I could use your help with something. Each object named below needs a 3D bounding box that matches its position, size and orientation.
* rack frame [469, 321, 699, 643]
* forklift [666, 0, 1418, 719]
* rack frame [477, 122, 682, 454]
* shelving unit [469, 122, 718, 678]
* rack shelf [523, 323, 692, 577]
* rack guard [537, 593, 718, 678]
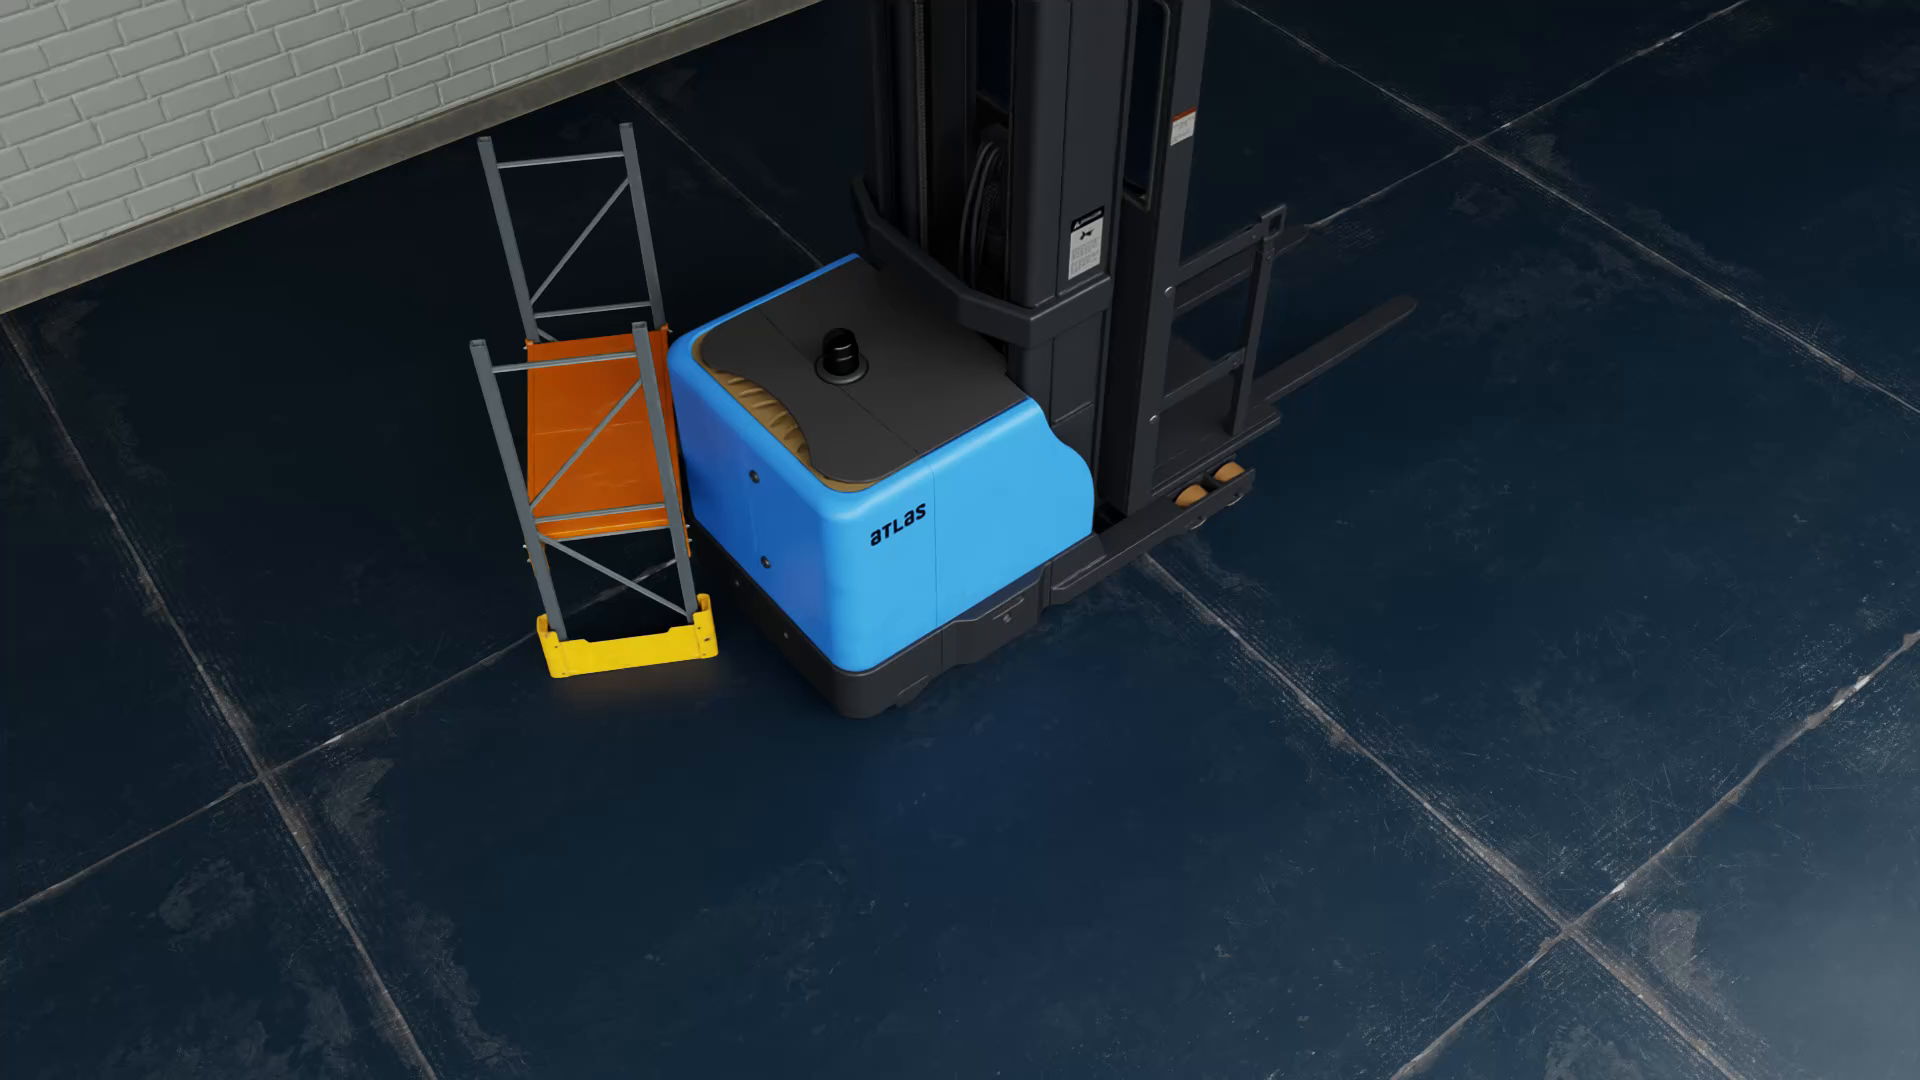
[{"bbox_3d":[-1.149,-0.085,5.315,0.500,1.500,0.032,-7,48,-7],"label":"rack frame"},{"bbox_3d":[0.496,-1.305,5.455,3.031,2.935,1.130,-31,55,-25],"label":"forklift"},{"bbox_3d":[-1.323,-0.828,5.988,0.500,1.500,0.032,-7,48,-7],"label":"rack frame"},{"bbox_3d":[-1.234,-0.450,5.646,0.587,1.500,1.083,-7,48,-7],"label":"shelving unit"},{"bbox_3d":[-1.236,-0.336,5.785,0.538,0.185,1.000,-7,48,-7],"label":"rack shelf"},{"bbox_3d":[-1.149,0.333,5.779,0.587,0.250,0.087,-7,48,-7],"label":"rack guard"}]
